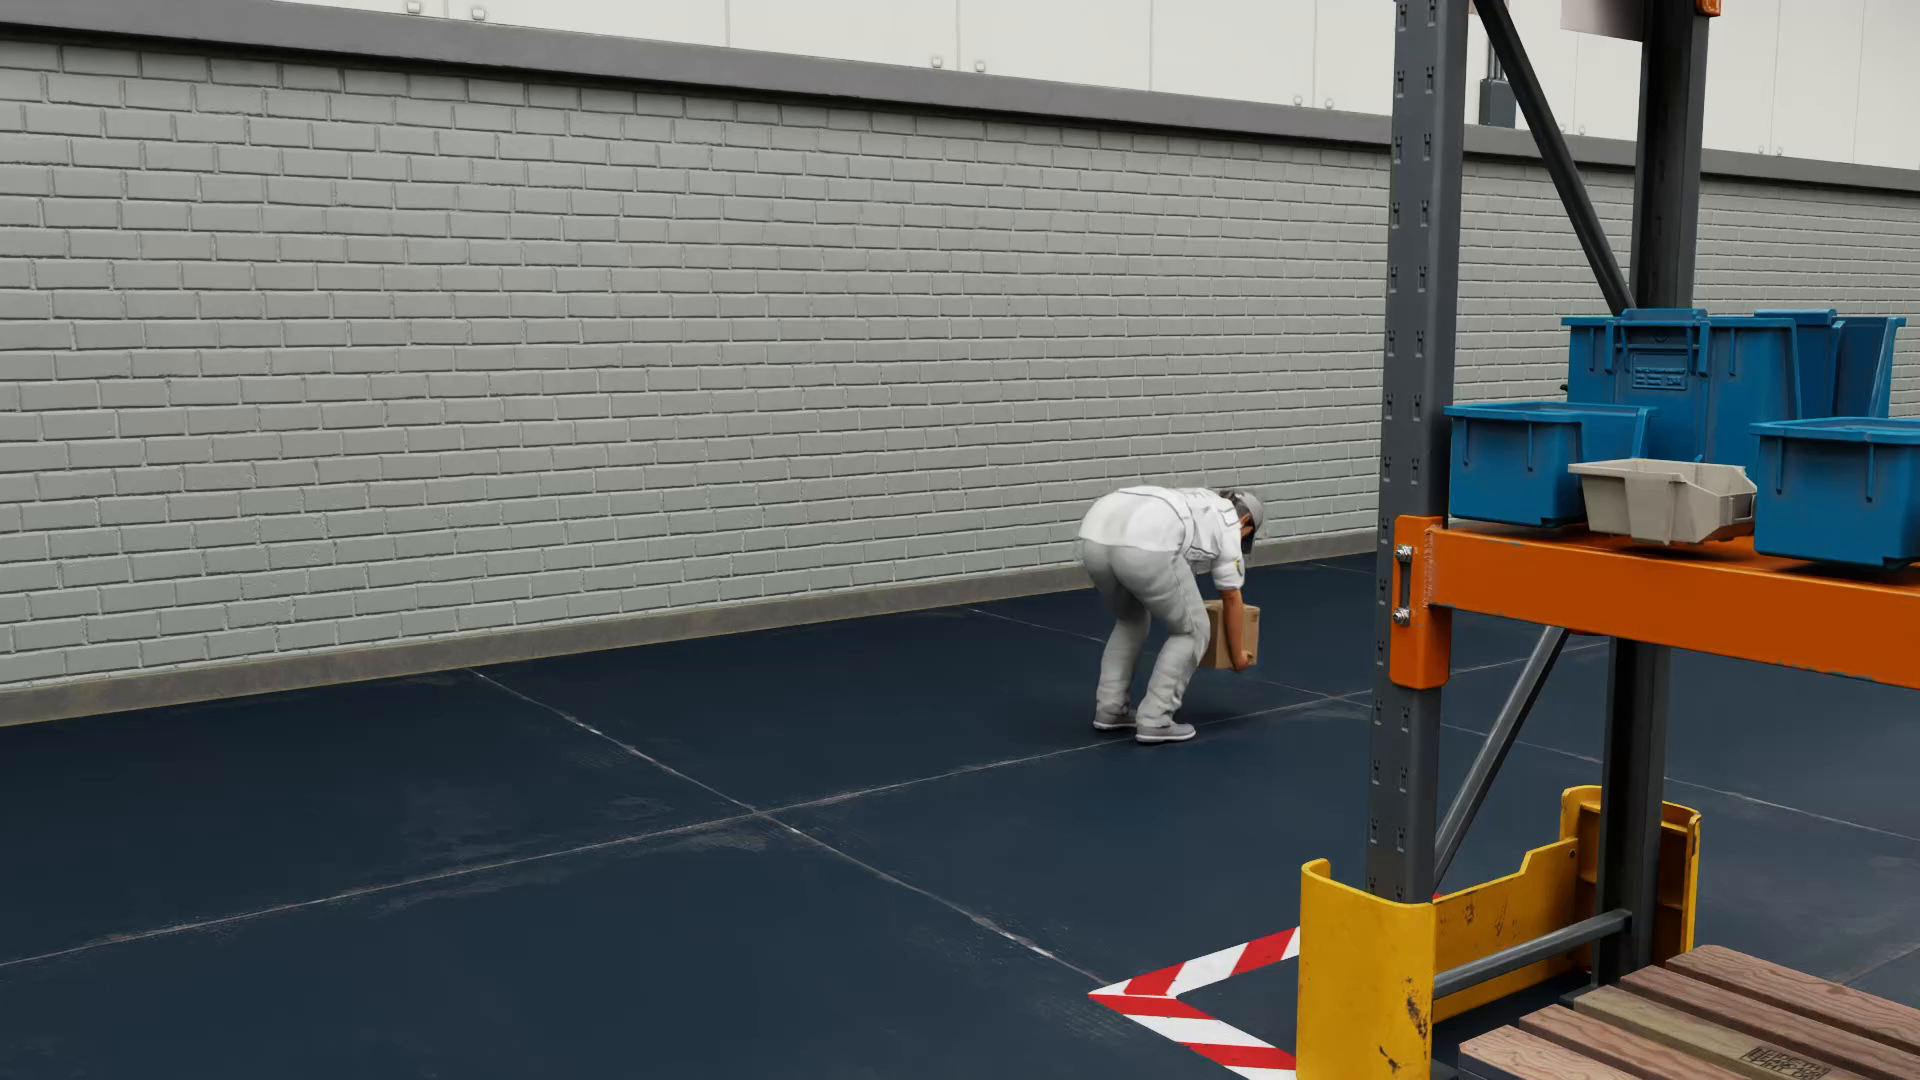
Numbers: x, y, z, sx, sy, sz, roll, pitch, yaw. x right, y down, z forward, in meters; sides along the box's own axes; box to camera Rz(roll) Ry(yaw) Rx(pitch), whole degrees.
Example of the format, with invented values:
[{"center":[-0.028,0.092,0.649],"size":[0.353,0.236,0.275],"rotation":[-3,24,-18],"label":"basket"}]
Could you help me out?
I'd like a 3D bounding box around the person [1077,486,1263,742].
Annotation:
[{"center":[0.928,0.281,7.039],"size":[0.952,1.048,0.482],"rotation":[-6,10,-38],"label":"person"}]
